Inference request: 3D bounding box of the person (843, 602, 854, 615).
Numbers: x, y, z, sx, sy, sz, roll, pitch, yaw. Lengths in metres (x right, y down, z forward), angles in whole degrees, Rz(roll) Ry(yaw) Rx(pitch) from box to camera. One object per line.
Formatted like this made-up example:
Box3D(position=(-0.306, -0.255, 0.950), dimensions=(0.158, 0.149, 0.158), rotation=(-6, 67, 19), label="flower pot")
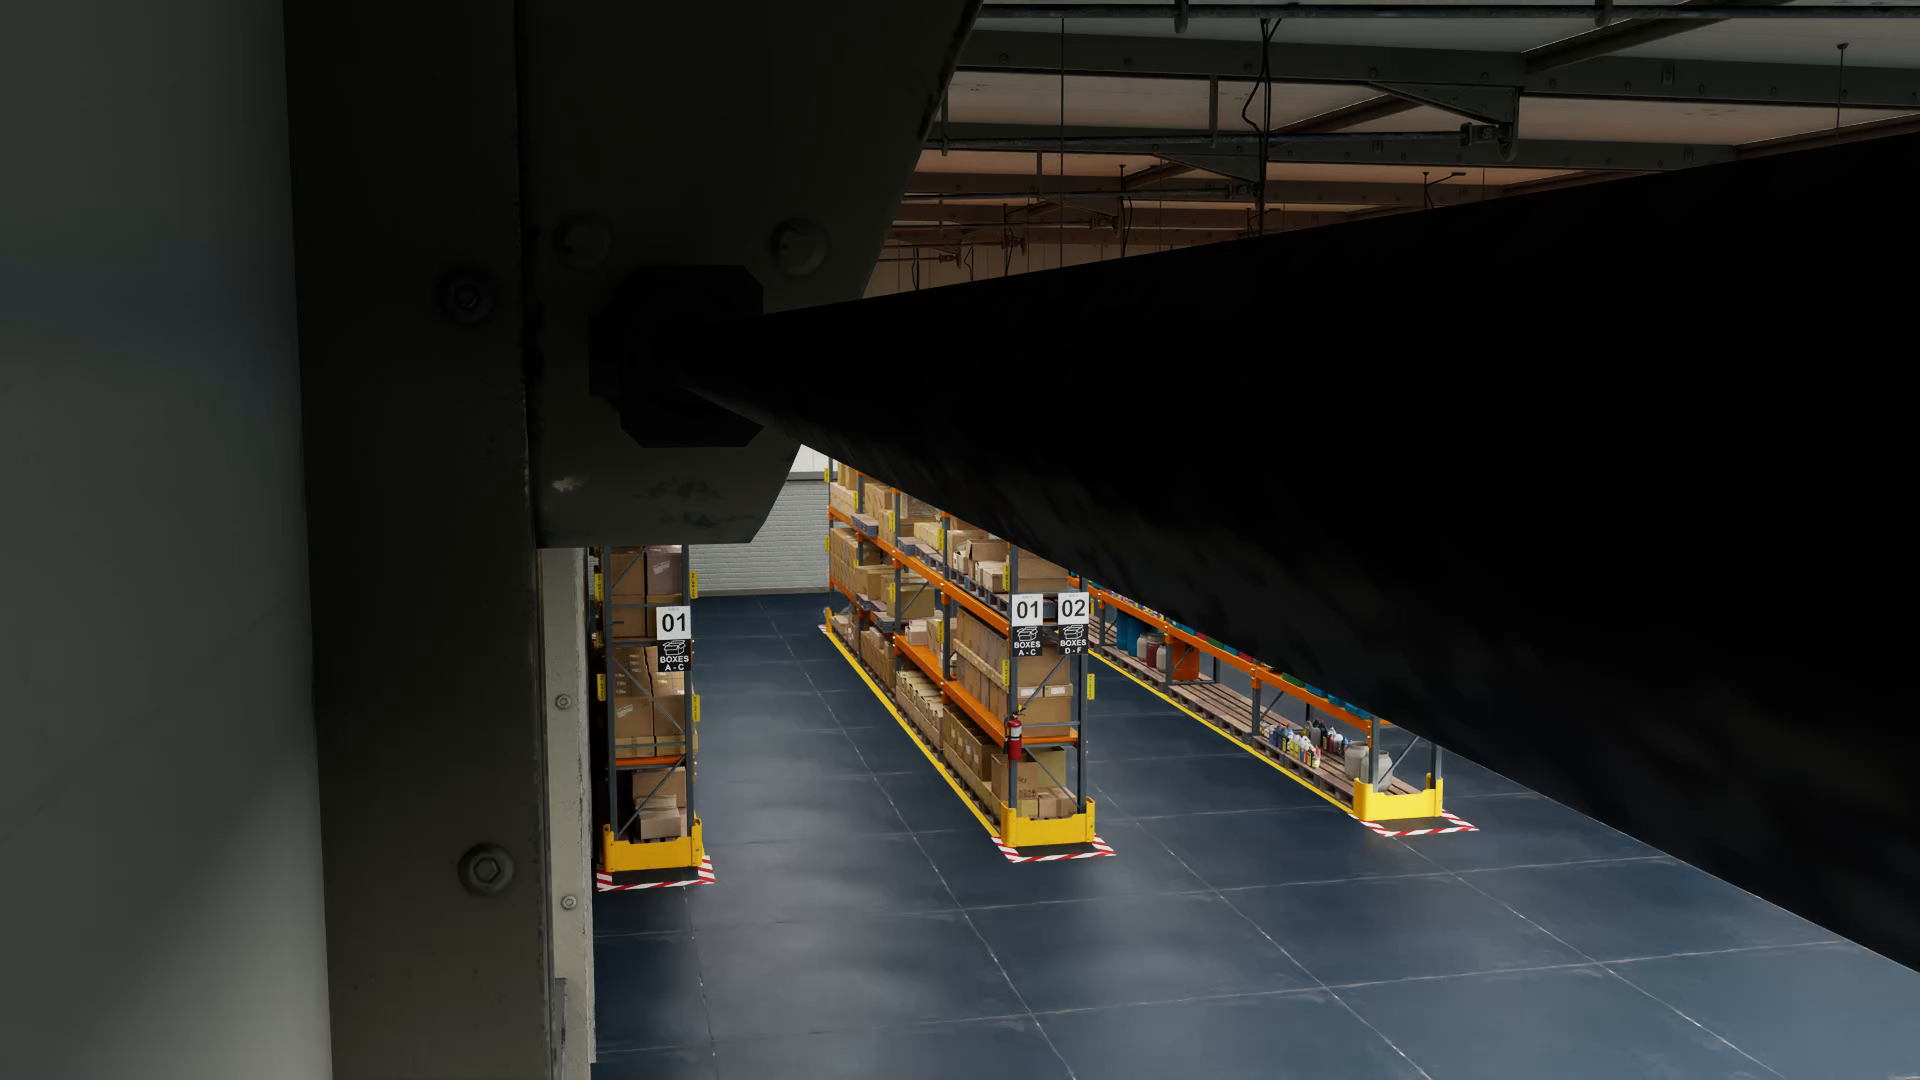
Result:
Box3D(position=(-2.254, 1.087, 37.517), dimensions=(0.757, 1.623, 0.565), rotation=(-1, 7, -7), label="person")
